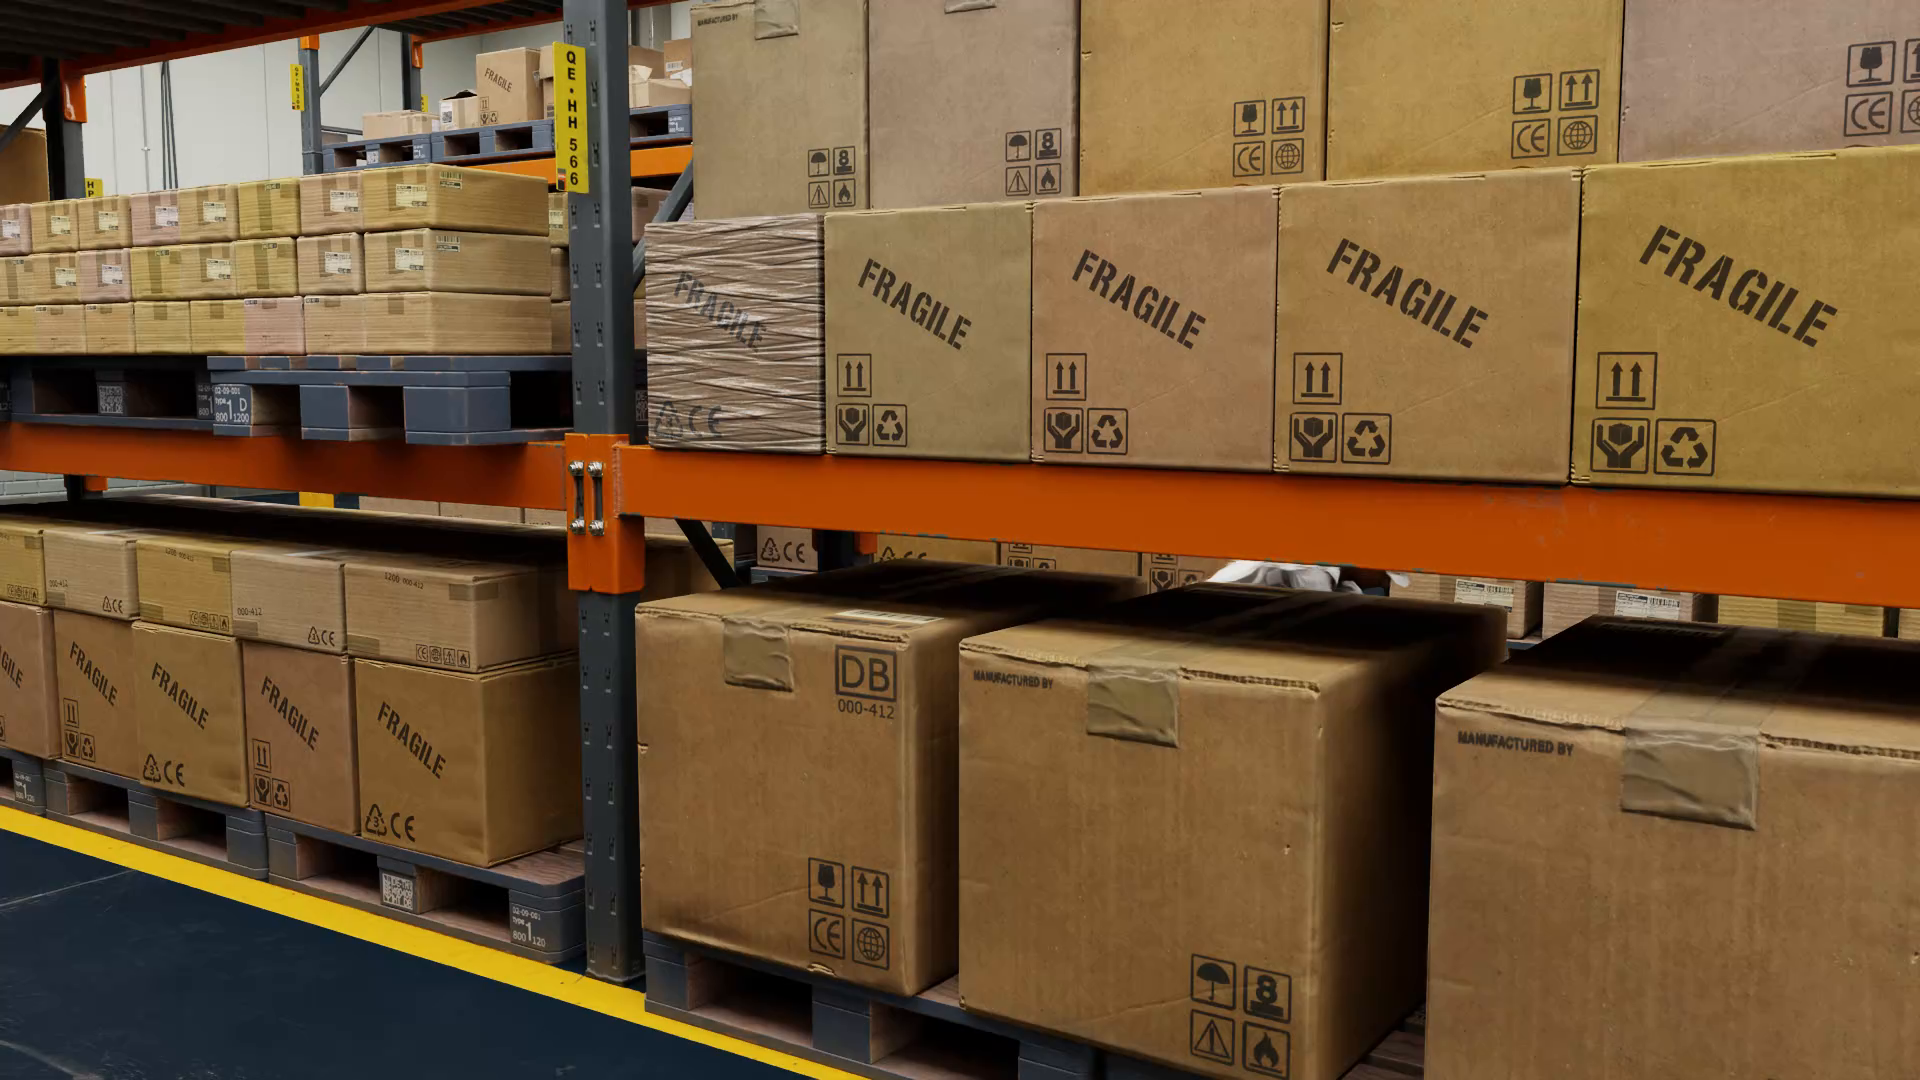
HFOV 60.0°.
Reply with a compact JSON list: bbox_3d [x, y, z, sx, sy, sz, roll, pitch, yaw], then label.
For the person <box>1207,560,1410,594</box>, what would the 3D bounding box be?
[{"bbox_3d":[1.335,0.350,6.591,0.907,0.886,0.576,4,7,34],"label":"person"}]
